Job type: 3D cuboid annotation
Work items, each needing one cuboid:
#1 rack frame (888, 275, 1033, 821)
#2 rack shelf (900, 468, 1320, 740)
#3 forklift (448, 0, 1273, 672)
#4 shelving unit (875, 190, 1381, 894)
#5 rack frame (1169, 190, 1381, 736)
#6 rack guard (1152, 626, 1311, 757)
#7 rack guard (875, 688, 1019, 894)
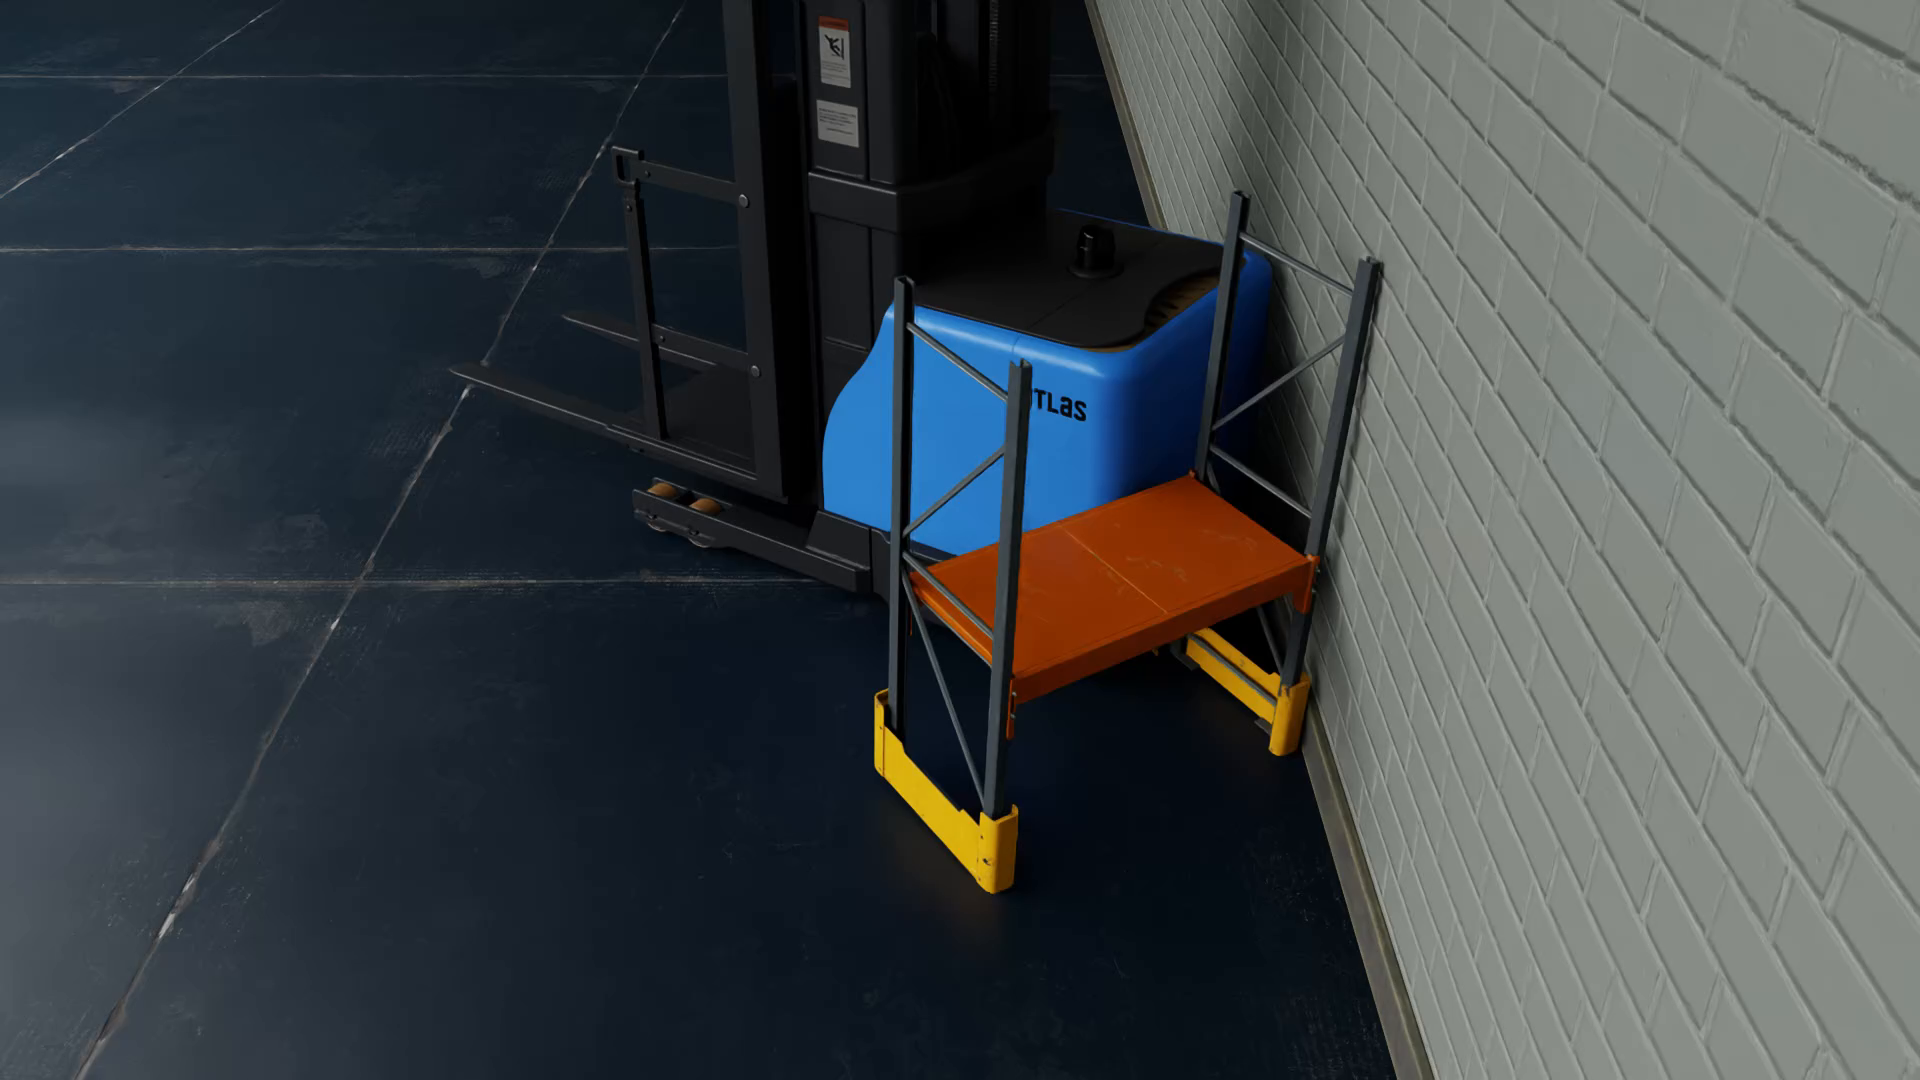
[{"bbox_3d":[-0.025,0.139,4.043,0.032,1.500,0.500,-19,40,-28],"label":"rack frame"},{"bbox_3d":[0.392,0.139,4.386,1.000,0.185,0.538,-19,40,-28],"label":"rack shelf"},{"bbox_3d":[-0.529,-1.435,5.289,3.031,2.935,1.130,19,36,28],"label":"forklift"},{"bbox_3d":[0.390,-0.007,4.280,1.083,1.500,0.587,-19,40,-28],"label":"shelving unit"},{"bbox_3d":[0.821,-0.157,4.525,0.032,1.500,0.500,-19,40,-28],"label":"rack frame"},{"bbox_3d":[0.783,0.363,4.869,0.087,0.250,0.587,-19,40,-28],"label":"rack guard"},{"bbox_3d":[-0.045,0.653,4.397,0.087,0.250,0.587,-19,40,-28],"label":"rack guard"}]
